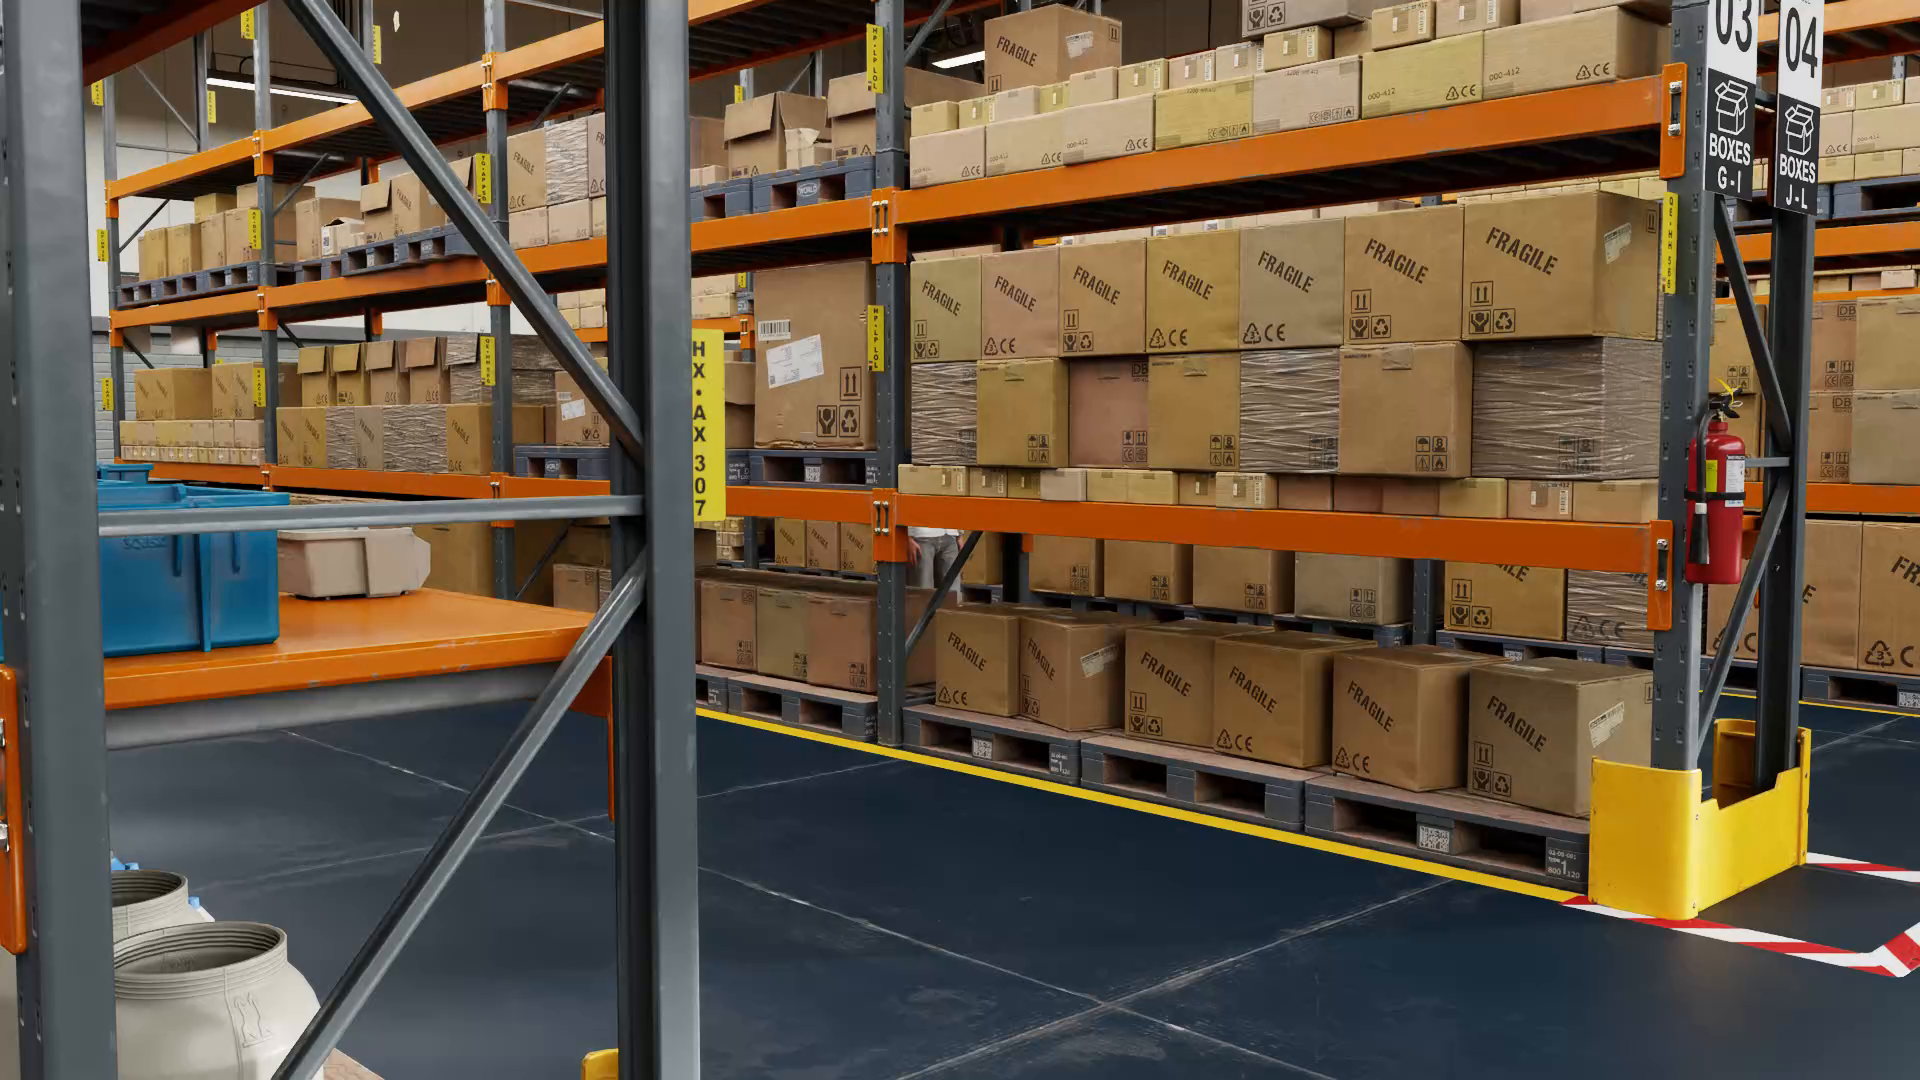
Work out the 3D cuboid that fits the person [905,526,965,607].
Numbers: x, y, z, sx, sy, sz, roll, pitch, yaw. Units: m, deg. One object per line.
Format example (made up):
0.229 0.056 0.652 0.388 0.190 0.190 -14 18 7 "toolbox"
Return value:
-0.180 0.005 11.004 0.465 1.770 0.592 4 5 42 "person"
